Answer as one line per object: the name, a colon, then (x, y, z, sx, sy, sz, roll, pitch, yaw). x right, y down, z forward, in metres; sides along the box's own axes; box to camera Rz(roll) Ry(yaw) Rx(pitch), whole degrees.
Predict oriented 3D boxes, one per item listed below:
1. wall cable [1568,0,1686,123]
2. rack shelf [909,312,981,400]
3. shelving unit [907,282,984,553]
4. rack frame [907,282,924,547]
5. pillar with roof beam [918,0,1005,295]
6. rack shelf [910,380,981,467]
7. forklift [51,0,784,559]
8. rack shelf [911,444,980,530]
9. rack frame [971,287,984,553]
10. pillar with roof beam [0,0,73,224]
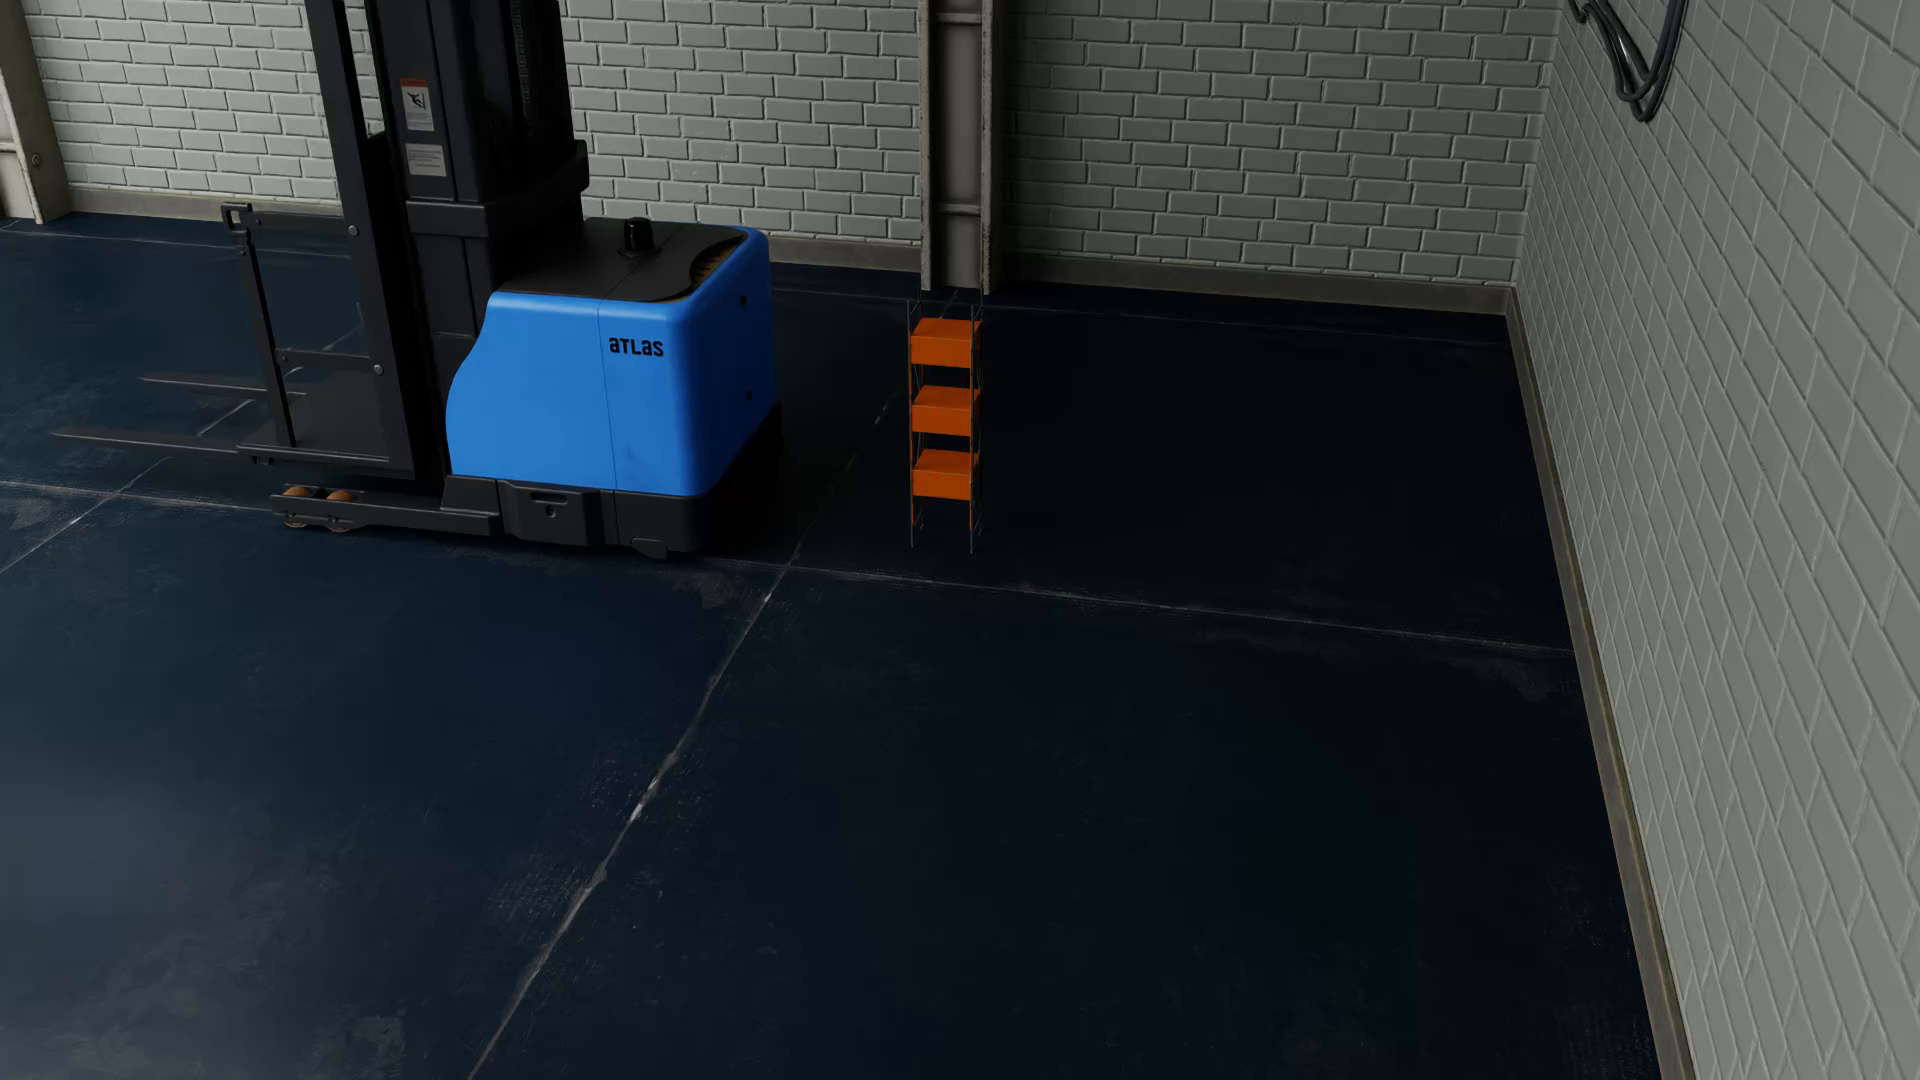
wall cable: (2.614, -3.122, 6.316, 0.112, 2.526, 3.097, 6, 29, 11)
rack shelf: (-0.052, -0.705, 6.377, 0.240, 0.259, 0.215, 6, 29, 11)
shelving unit: (-0.052, -0.466, 6.508, 0.252, 1.050, 0.215, 6, 29, 11)
rack frame: (-0.172, -0.478, 6.530, 0.008, 1.050, 0.200, 6, 29, 11)
pillar with roof beam: (-0.890, -3.379, 3.551, 0.400, 9.000, 9.100, 6, 29, 11)
rack shelf: (-0.052, -0.457, 6.513, 0.240, 0.259, 0.215, 6, 29, 11)
forklift: (-2.347, -1.557, 6.542, 3.031, 2.935, 1.130, 6, 29, 10)
rack shelf: (-0.052, -0.213, 6.646, 0.240, 0.259, 0.215, 6, 29, 11)
rack frame: (0.067, -0.454, 6.485, 0.008, 1.050, 0.200, 6, 29, 11)
pillar with roof beam: (-6.758, -3.981, 4.650, 0.400, 9.000, 9.100, 6, 29, 11)
